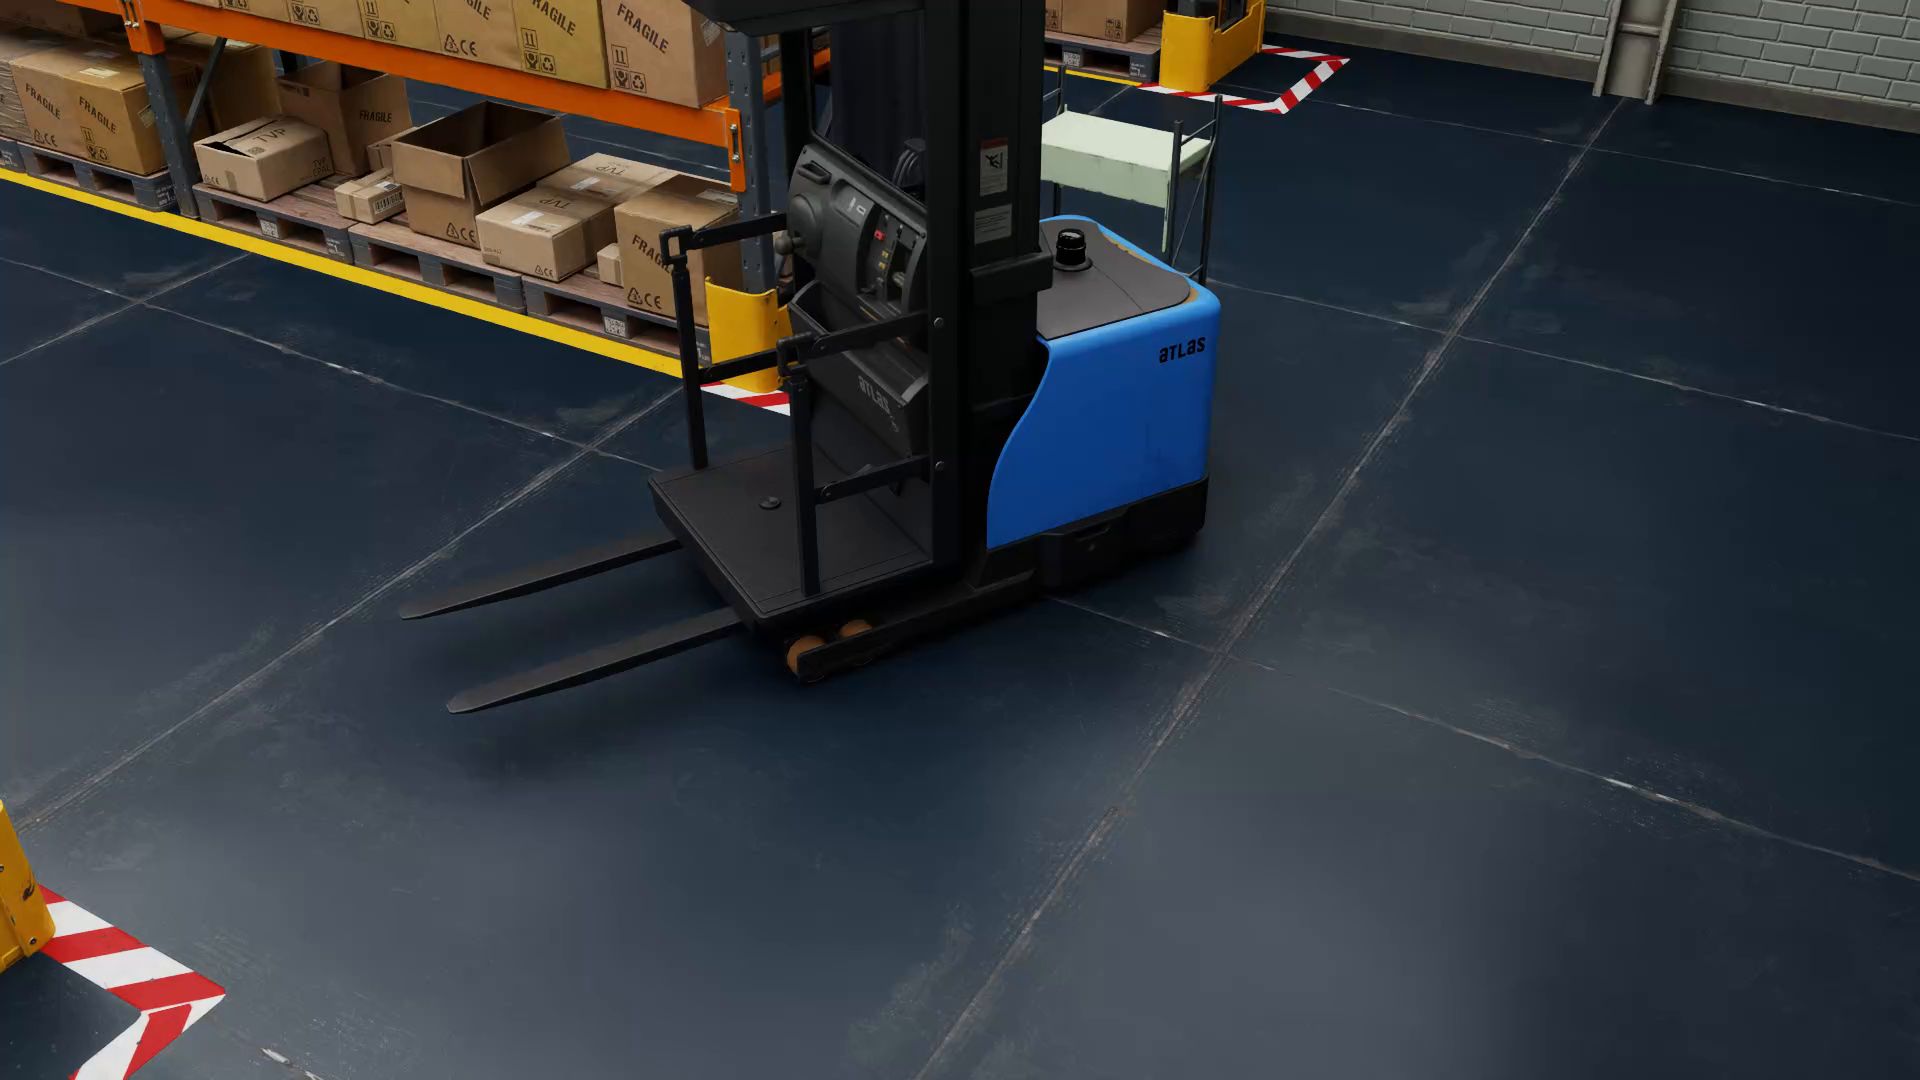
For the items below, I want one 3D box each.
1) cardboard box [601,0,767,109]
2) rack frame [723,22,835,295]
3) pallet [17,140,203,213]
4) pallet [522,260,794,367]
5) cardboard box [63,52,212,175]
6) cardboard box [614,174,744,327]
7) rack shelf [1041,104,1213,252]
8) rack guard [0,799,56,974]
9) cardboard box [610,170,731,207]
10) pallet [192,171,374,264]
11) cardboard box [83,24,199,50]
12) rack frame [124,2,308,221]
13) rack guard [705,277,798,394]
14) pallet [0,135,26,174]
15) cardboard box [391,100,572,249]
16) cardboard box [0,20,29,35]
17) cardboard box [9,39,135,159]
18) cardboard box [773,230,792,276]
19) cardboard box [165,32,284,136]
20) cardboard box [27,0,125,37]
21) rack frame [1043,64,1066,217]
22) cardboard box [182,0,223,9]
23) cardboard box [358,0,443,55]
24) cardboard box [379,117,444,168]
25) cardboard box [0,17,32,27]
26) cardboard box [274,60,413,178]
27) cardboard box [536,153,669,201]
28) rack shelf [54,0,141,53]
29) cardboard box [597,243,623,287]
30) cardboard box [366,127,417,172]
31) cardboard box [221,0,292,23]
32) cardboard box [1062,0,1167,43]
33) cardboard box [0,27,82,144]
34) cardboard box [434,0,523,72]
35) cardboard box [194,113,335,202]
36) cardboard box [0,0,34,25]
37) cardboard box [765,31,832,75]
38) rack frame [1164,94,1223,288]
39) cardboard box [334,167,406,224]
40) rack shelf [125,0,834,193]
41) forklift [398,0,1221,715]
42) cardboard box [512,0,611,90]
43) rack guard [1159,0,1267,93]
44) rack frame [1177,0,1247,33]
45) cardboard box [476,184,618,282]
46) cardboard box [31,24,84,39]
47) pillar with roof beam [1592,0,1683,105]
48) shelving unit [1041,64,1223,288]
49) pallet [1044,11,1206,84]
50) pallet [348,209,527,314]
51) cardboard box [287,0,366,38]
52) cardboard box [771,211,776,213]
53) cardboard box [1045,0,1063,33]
[{"bbox_3d":[-1.215,-2.261,7.349,0.500,0.500,0.500,19,38,26],"label":"cardboard box"},{"bbox_3d":[-0.691,-2.227,7.388,0.127,3.000,1.000,18,37,24],"label":"rack frame"},{"bbox_3d":[-4.889,-2.372,10.122,1.213,0.211,1.003,18,37,24],"label":"pallet"},{"bbox_3d":[-1.450,-1.306,8.521,1.213,0.211,1.003,18,37,24],"label":"pallet"},{"bbox_3d":[-4.735,-2.468,9.608,0.500,0.500,0.500,17,37,24],"label":"cardboard box"},{"bbox_3d":[-1.286,-1.401,8.006,0.500,0.500,0.500,18,37,24],"label":"cardboard box"},{"bbox_3d":[0.643,-1.528,6.984,0.720,0.370,0.431,20,38,27],"label":"rack shelf"},{"bbox_3d":[-3.125,1.196,4.502,0.348,0.500,1.175,18,37,24],"label":"rack guard"},{"bbox_3d":[-1.457,-1.689,8.664,0.500,0.250,0.500,18,37,24],"label":"cardboard box"},{"bbox_3d":[-3.569,-1.977,9.529,1.213,0.211,1.003,18,37,24],"label":"pallet"},{"bbox_3d":[-4.932,-2.862,10.199,0.500,0.500,0.500,18,38,25],"label":"cardboard box"},{"bbox_3d":[-4.164,-3.327,9.040,0.127,3.000,1.000,18,37,24],"label":"rack frame"},{"bbox_3d":[-0.757,-1.208,8.112,0.348,0.500,1.175,18,37,24],"label":"rack guard"},{"bbox_3d":[-5.953,-2.707,10.625,1.213,0.211,1.003,18,37,24],"label":"pallet"},{"bbox_3d":[-2.531,-1.957,8.838,0.637,0.503,0.797,18,37,24],"label":"cardboard box"},{"bbox_3d":[-6.038,-2.885,10.234,0.500,0.500,0.500,16,37,23],"label":"cardboard box"},{"bbox_3d":[-5.160,-2.608,9.818,0.500,0.500,0.500,18,38,25],"label":"cardboard box"},{"bbox_3d":[-0.885,-1.504,8.478,0.250,0.149,0.380,18,37,24],"label":"cardboard box"},{"bbox_3d":[-4.463,-2.720,9.987,0.500,0.500,0.500,16,37,22],"label":"cardboard box"},{"bbox_3d":[-5.332,-3.307,10.192,0.500,0.250,0.500,18,38,24],"label":"cardboard box"},{"bbox_3d":[0.333,-1.311,7.363,0.023,1.500,0.400,20,38,27],"label":"rack frame"},{"bbox_3d":[-3.857,-3.098,8.605,0.500,0.500,0.500,19,38,26],"label":"cardboard box"},{"bbox_3d":[-2.535,-2.680,7.979,0.500,0.500,0.500,17,37,24],"label":"cardboard box"},{"bbox_3d":[-2.878,-2.165,9.323,0.500,0.311,0.500,18,37,24],"label":"cardboard box"},{"bbox_3d":[-5.801,-3.142,10.620,0.500,0.500,0.500,16,37,23],"label":"cardboard box"},{"bbox_3d":[-3.529,-2.450,9.581,0.500,0.500,0.500,18,37,24],"label":"cardboard box"},{"bbox_3d":[-1.891,-1.827,8.871,0.500,0.250,0.500,18,37,24],"label":"cardboard box"},{"bbox_3d":[-5.901,-3.578,10.066,4.000,0.370,1.077,18,37,24],"label":"rack shelf"},{"bbox_3d":[-1.593,-1.417,8.330,0.250,0.166,0.380,18,37,24],"label":"cardboard box"},{"bbox_3d":[-3.174,-2.229,9.567,0.250,0.149,0.380,18,37,24],"label":"cardboard box"},{"bbox_3d":[-3.411,-2.958,8.396,0.500,0.500,0.500,18,38,25],"label":"cardboard box"},{"bbox_3d":[1.106,-3.891,11.763,0.500,0.500,0.700,18,37,24],"label":"cardboard box"},{"bbox_3d":[-5.595,-2.746,10.025,0.500,0.500,0.500,18,38,25],"label":"cardboard box"},{"bbox_3d":[-2.098,-2.542,7.770,0.500,0.500,0.500,18,38,25],"label":"cardboard box"},{"bbox_3d":[-3.907,-2.172,9.334,0.500,0.311,0.500,18,37,24],"label":"cardboard box"},{"bbox_3d":[-5.767,-3.445,10.399,0.500,0.250,0.500,17,37,24],"label":"cardboard box"},{"bbox_3d":[-0.946,-2.518,7.734,0.500,0.500,0.500,18,38,25],"label":"cardboard box"},{"bbox_3d":[0.950,-1.093,7.034,0.023,1.500,0.400,20,38,27],"label":"rack frame"},{"bbox_3d":[-3.151,-1.878,9.024,0.250,0.166,0.380,18,37,24],"label":"cardboard box"},{"bbox_3d":[-2.428,-2.478,8.414,4.000,0.370,1.077,18,37,24],"label":"rack shelf"},{"bbox_3d":[-0.543,-1.044,5.674,3.031,2.935,1.130,-18,38,-25],"label":"forklift"},{"bbox_3d":[-1.668,-2.402,7.560,0.500,0.500,0.500,18,38,25],"label":"cardboard box"},{"bbox_3d":[1.784,-3.565,11.652,0.348,0.500,1.175,18,37,24],"label":"rack guard"},{"bbox_3d":[1.763,-4.612,10.970,0.127,3.000,1.000,18,37,24],"label":"rack frame"},{"bbox_3d":[-2.096,-1.572,8.489,0.500,0.250,0.500,18,37,24],"label":"cardboard box"},{"bbox_3d":[-5.362,-3.003,10.411,0.500,0.500,0.500,18,38,25],"label":"cardboard box"},{"bbox_3d":[2.401,-4.711,5.706,0.400,9.000,9.100,18,37,24],"label":"pillar with roof beam"},{"bbox_3d":[0.642,-1.202,7.198,0.755,1.500,0.431,20,38,27],"label":"shelving unit"},{"bbox_3d":[1.030,-3.634,12.016,1.213,0.211,1.003,18,37,24],"label":"pallet"},{"bbox_3d":[-2.505,-1.642,9.026,1.213,0.211,1.003,18,37,24],"label":"pallet"},{"bbox_3d":[-2.978,-2.820,8.188,0.500,0.500,0.500,17,37,24],"label":"cardboard box"},{"bbox_3d":[-1.102,-1.580,8.576,0.250,0.166,0.380,18,37,24],"label":"cardboard box"},{"bbox_3d":[0.671,-4.028,11.969,0.500,0.500,0.700,17,37,24],"label":"cardboard box"}]
